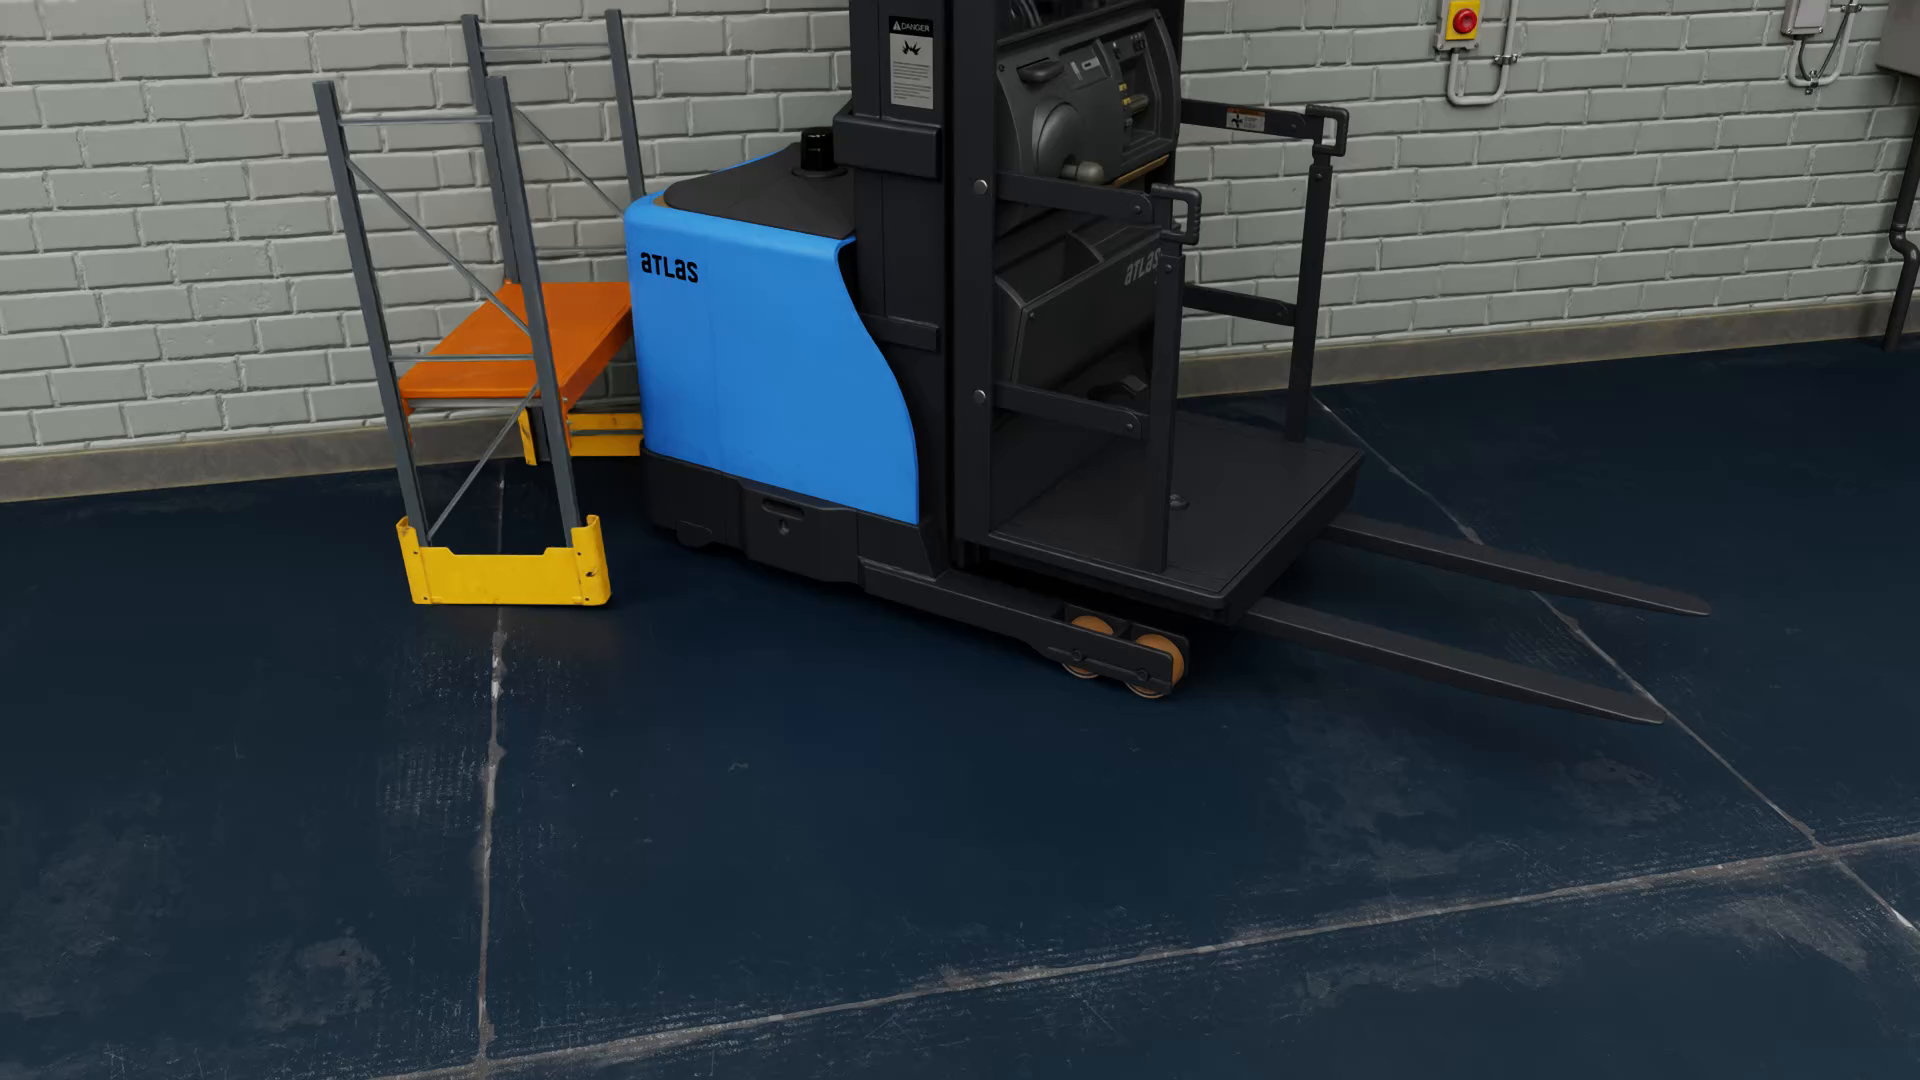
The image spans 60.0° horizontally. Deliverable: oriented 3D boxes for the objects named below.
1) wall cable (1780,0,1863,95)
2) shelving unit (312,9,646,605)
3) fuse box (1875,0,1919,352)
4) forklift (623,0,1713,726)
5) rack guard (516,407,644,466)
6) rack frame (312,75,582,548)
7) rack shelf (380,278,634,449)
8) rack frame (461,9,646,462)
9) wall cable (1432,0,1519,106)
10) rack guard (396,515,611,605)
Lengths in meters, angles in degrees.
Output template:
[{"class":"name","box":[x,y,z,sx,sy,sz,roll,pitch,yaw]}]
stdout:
[{"class":"wall cable","box":[3.125,-2.560,5.866,0.588,1.984,0.122,-6,27,-12]},{"class":"shelving unit","box":[-1.301,-0.724,4.989,0.587,1.500,1.083,0,27,7]},{"class":"fuse box","box":[3.825,-1.532,6.386,0.539,1.711,0.414,-6,27,-12]},{"class":"forklift","box":[0.531,-1.162,4.299,3.031,2.935,1.130,15,31,28]},{"class":"rack guard","box":[-1.219,-0.388,5.710,0.587,0.250,0.087,0,27,7]},{"class":"rack frame","box":[-1.354,-0.492,4.530,0.500,1.500,0.032,0,27,7]},{"class":"rack shelf","box":[-1.293,-0.559,5.061,0.538,0.185,1.000,0,27,7]},{"class":"rack frame","box":[-1.249,-0.948,5.433,0.500,1.500,0.032,0,27,7]},{"class":"wall cable","box":[1.746,-2.425,5.564,0.585,1.953,0.123,-6,27,-12]},{"class":"rack guard","box":[-1.321,0.058,4.825,0.587,0.250,0.087,0,27,7]}]
